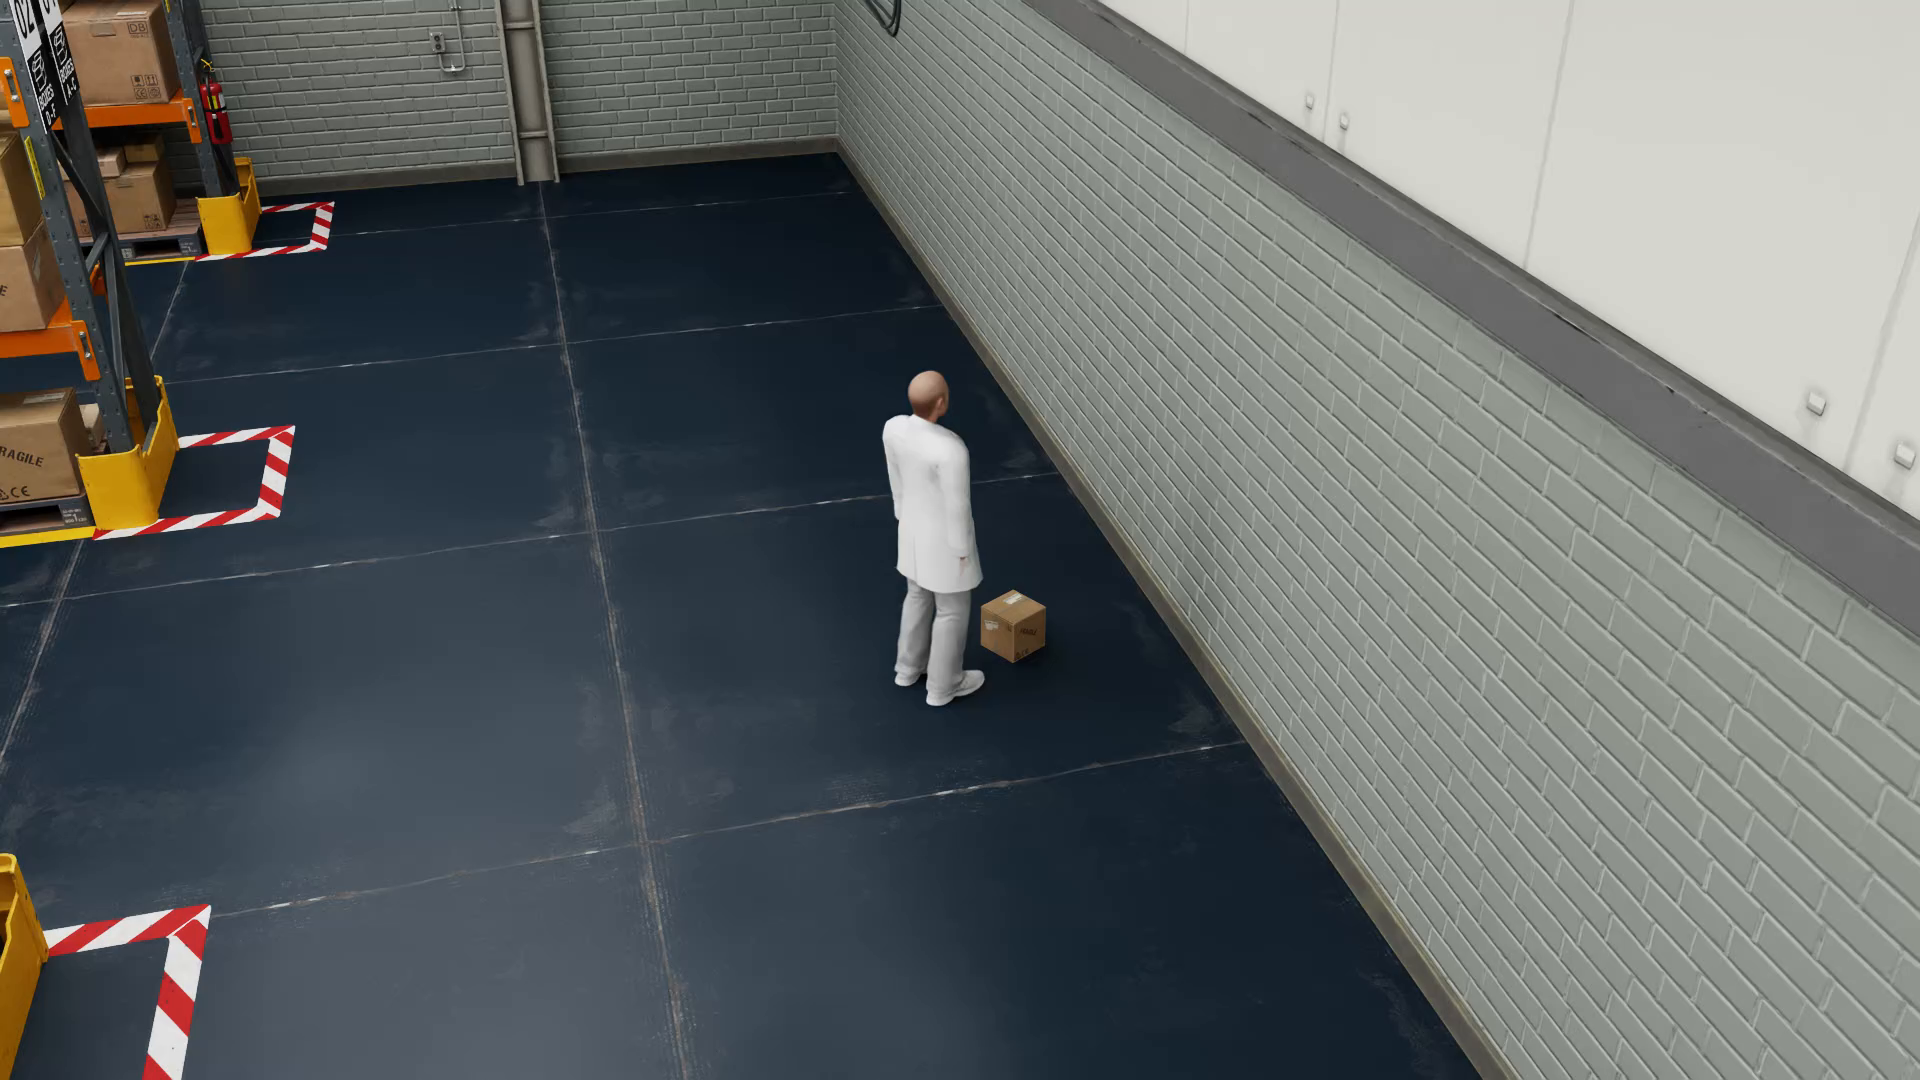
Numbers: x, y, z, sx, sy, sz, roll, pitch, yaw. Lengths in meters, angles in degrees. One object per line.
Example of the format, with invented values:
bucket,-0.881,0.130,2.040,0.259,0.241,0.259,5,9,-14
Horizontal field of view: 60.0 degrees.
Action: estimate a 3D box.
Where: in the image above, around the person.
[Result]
person,-0.125,-0.029,8.314,0.378,1.777,0.563,-25,38,-36
